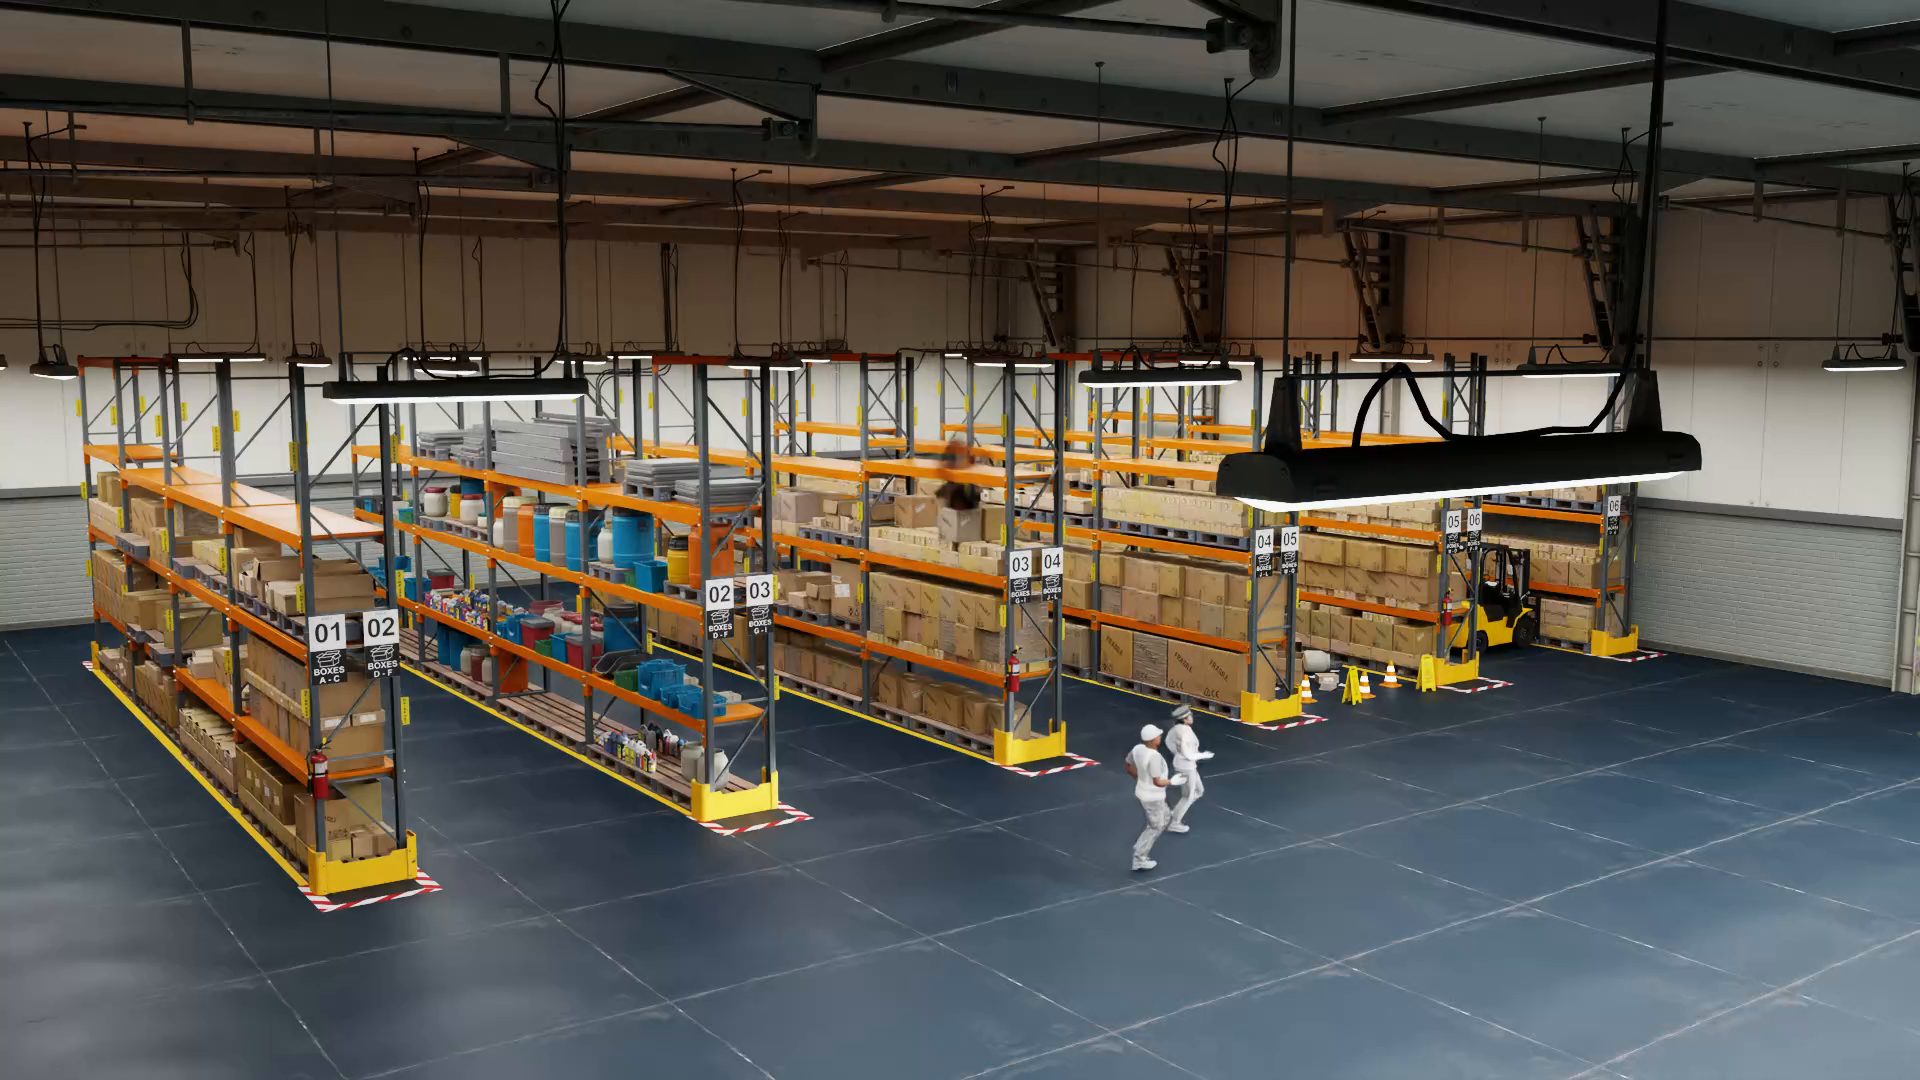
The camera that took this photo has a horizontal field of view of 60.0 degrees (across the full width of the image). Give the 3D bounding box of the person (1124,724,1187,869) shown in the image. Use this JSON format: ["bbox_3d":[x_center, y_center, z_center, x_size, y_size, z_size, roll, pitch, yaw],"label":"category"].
[{"bbox_3d":[2.347,3.051,19.855,0.629,1.743,0.656,-1,7,-12],"label":"person"}]

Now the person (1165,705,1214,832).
[{"bbox_3d":[2.944,2.918,21.313,0.570,1.662,0.600,0,7,-3],"label":"person"}]

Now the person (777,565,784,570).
[{"bbox_3d":[-3.745,1.305,34.961,0.519,1.582,0.615,-5,9,-38],"label":"person"}]

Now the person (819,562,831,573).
[{"bbox_3d":[-3.305,0.535,41.764,0.506,1.480,0.675,3,7,21],"label":"person"}]
